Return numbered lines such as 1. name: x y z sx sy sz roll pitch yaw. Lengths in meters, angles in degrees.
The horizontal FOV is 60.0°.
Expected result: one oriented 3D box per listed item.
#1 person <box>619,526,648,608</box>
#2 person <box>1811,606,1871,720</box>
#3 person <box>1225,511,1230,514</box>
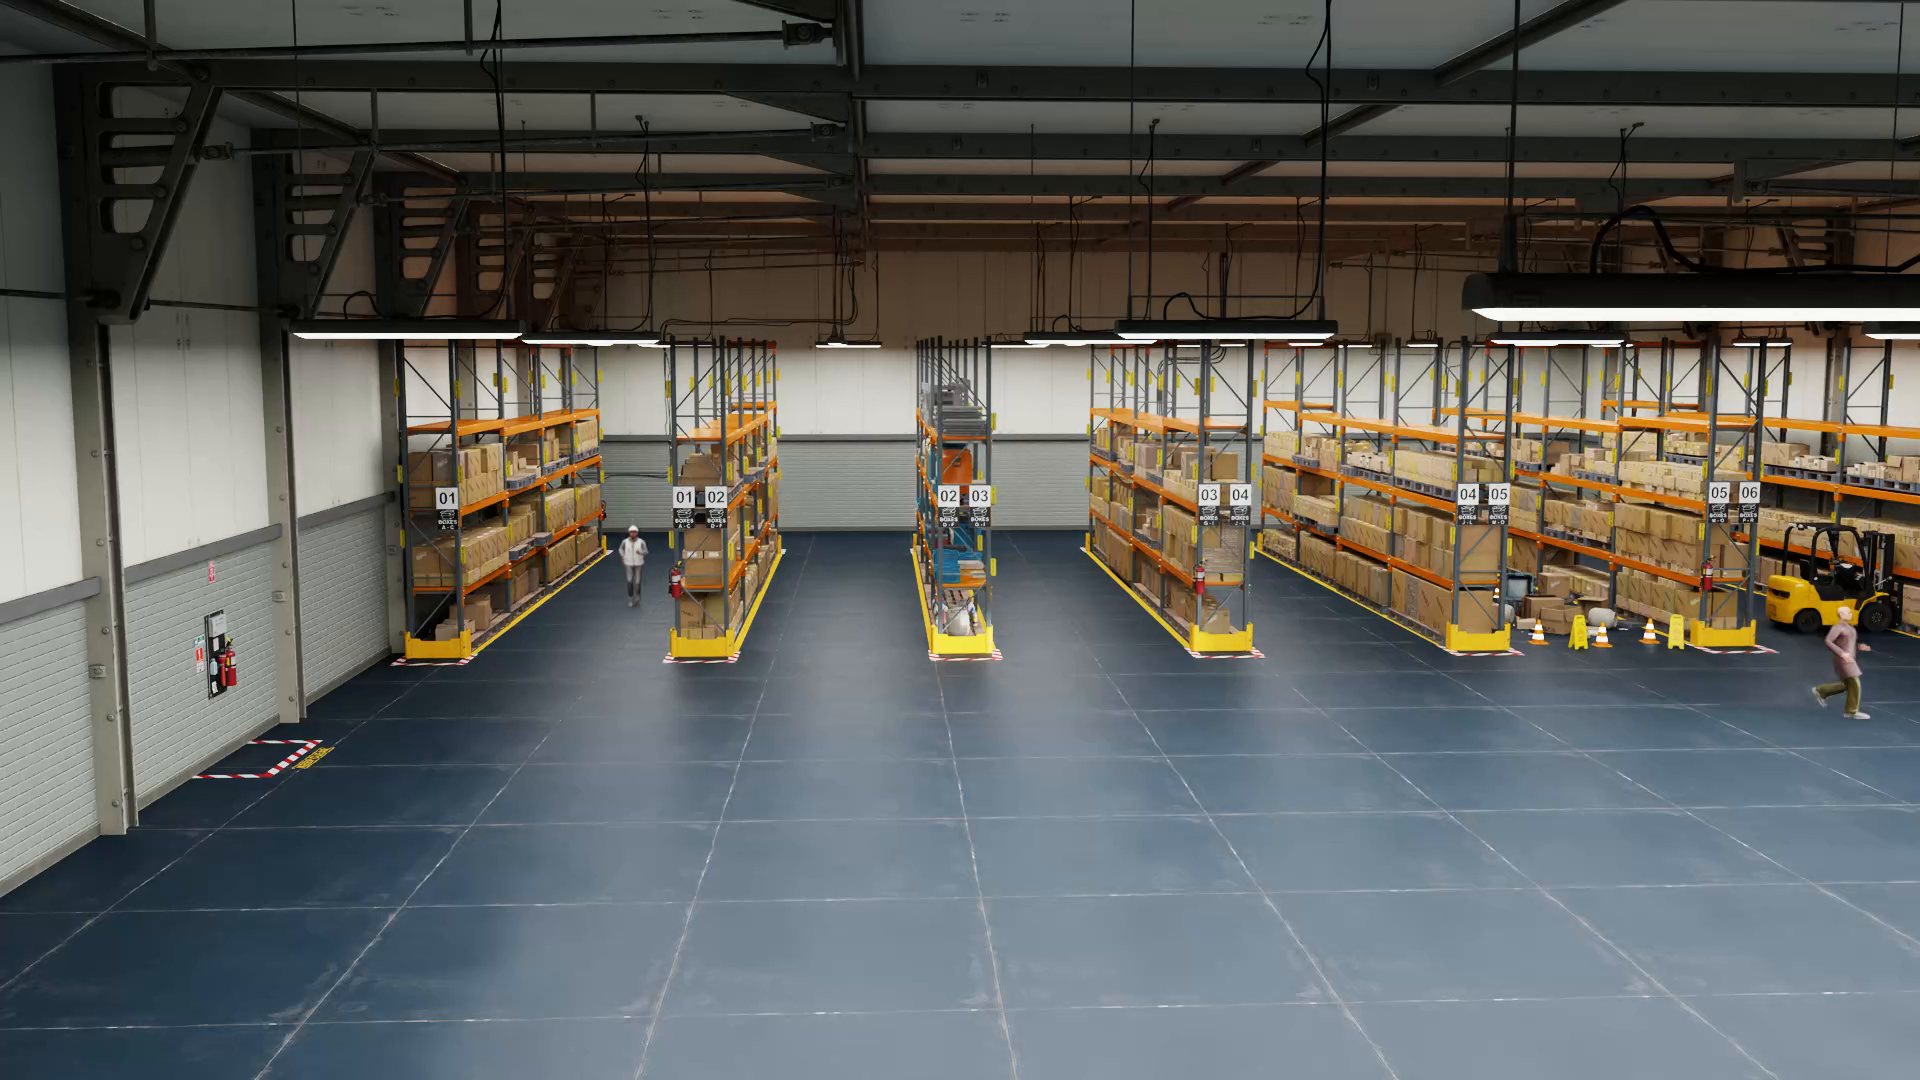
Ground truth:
1. person: -7.355 0.584 37.525 0.643 1.827 0.737 -1 7 -10
2. person: 13.806 1.905 26.026 0.897 1.745 0.720 6 9 43
3. person: 7.594 -0.632 48.545 0.857 1.657 0.608 6 9 41
